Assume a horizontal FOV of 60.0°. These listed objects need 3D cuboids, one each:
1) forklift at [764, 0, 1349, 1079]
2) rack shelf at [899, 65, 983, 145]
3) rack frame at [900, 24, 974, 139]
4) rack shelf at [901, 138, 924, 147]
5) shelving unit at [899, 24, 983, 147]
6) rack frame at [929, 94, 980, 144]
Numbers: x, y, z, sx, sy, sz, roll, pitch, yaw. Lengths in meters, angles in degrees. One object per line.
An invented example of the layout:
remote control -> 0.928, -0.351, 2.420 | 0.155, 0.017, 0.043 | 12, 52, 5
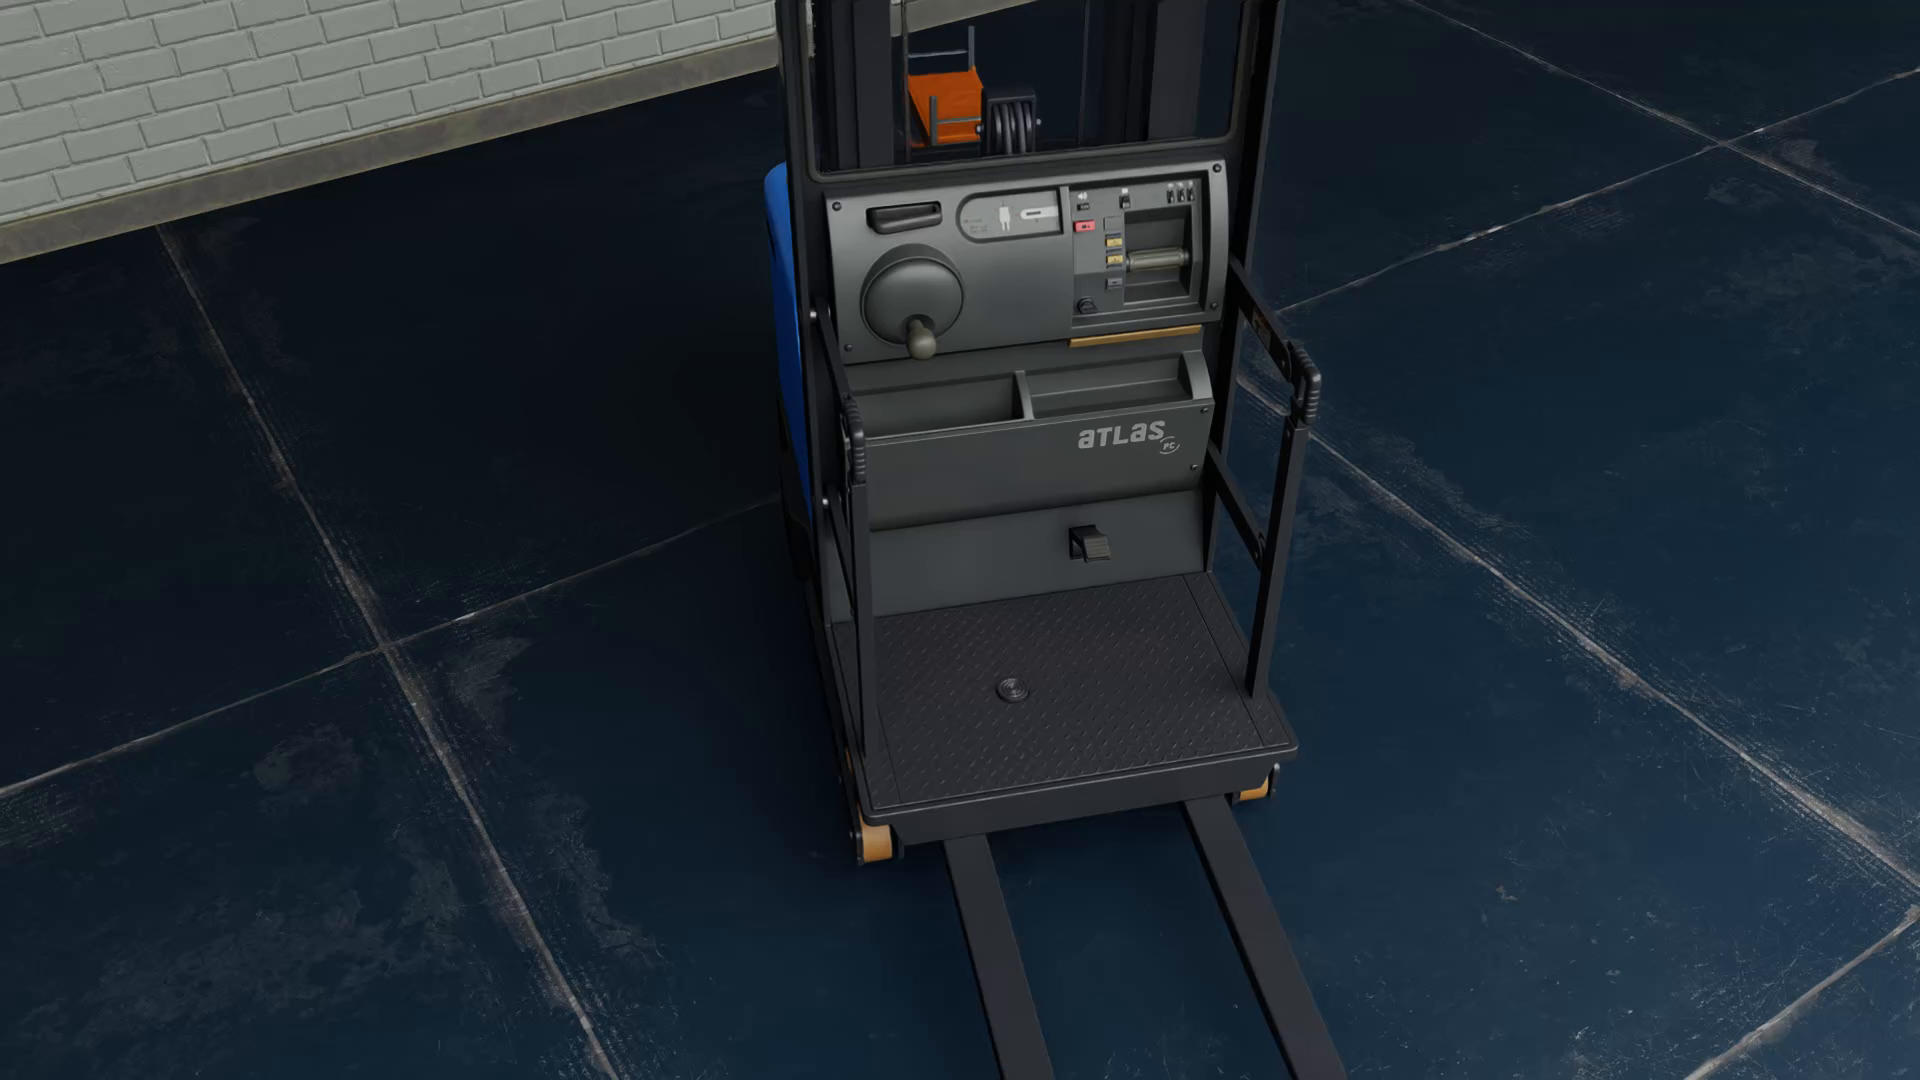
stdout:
forklift -> 0.209, -0.567, 3.641 | 1.130, 2.935, 3.031 | -8, 40, -9
rack shelf -> -0.024, -1.337, 5.304 | 0.258, 0.148, 0.480 | -8, 40, -9
rack frame -> -0.074, -1.188, 5.739 | 0.240, 1.200, 0.015 | -8, 40, -9
rack shelf -> -0.024, -1.155, 5.455 | 0.258, 0.148, 0.480 | -8, 40, -9
shelving unit -> -0.024, -1.035, 5.555 | 0.258, 1.200, 0.503 | -8, 40, -9
rack frame -> 0.027, -0.882, 5.372 | 0.240, 1.200, 0.015 | -8, 40, -9
